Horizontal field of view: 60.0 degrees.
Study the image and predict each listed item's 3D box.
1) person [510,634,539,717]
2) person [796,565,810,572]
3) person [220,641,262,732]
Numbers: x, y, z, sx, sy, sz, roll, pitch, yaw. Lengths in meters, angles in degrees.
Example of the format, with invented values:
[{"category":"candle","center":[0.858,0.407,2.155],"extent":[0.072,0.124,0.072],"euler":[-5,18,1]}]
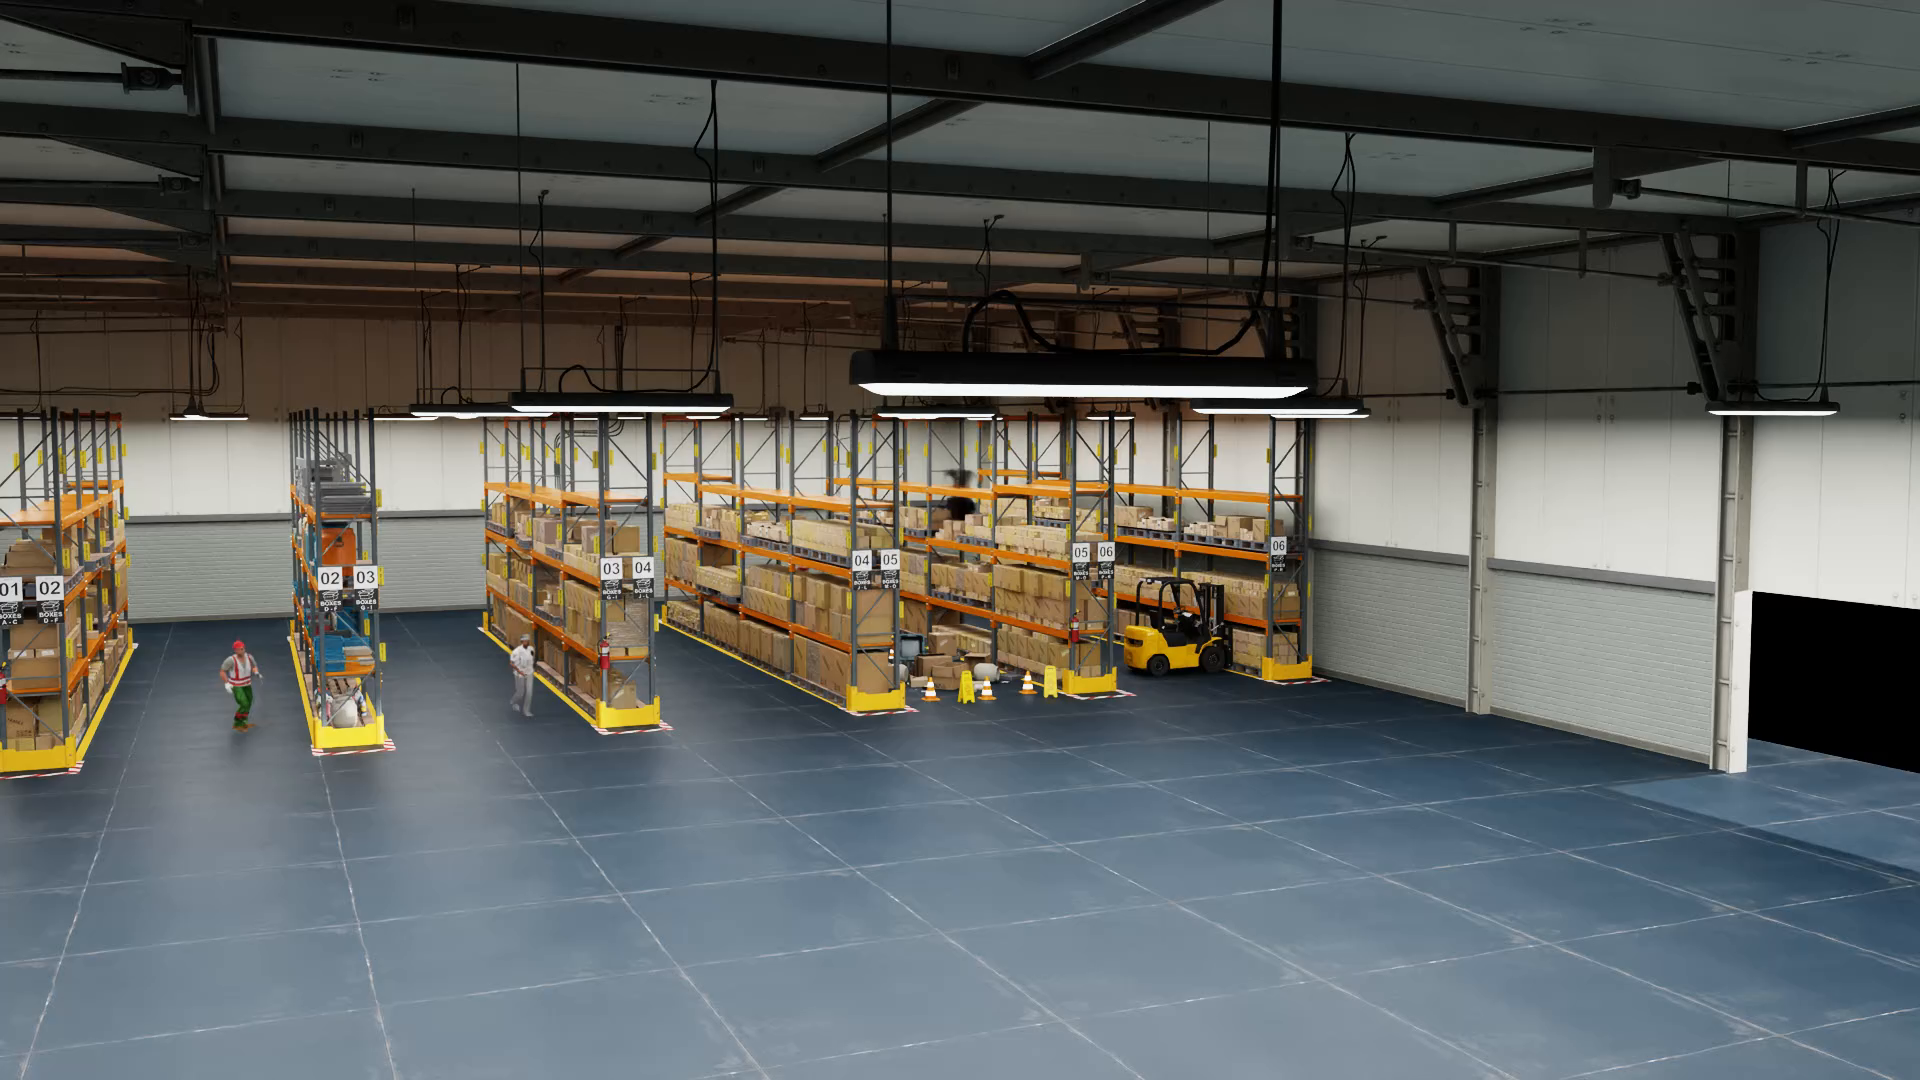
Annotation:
[{"category":"person","center":[-8.594,2.627,32.613],"extent":[0.574,1.645,0.735],"euler":[-3,5,-37]},{"category":"person","center":[-4.971,1.184,52.929],"extent":[0.675,1.629,0.913],"euler":[4,6,44]},{"category":"person","center":[-13.363,2.715,31.013],"extent":[0.758,1.709,0.684],"euler":[2,4,25]}]
